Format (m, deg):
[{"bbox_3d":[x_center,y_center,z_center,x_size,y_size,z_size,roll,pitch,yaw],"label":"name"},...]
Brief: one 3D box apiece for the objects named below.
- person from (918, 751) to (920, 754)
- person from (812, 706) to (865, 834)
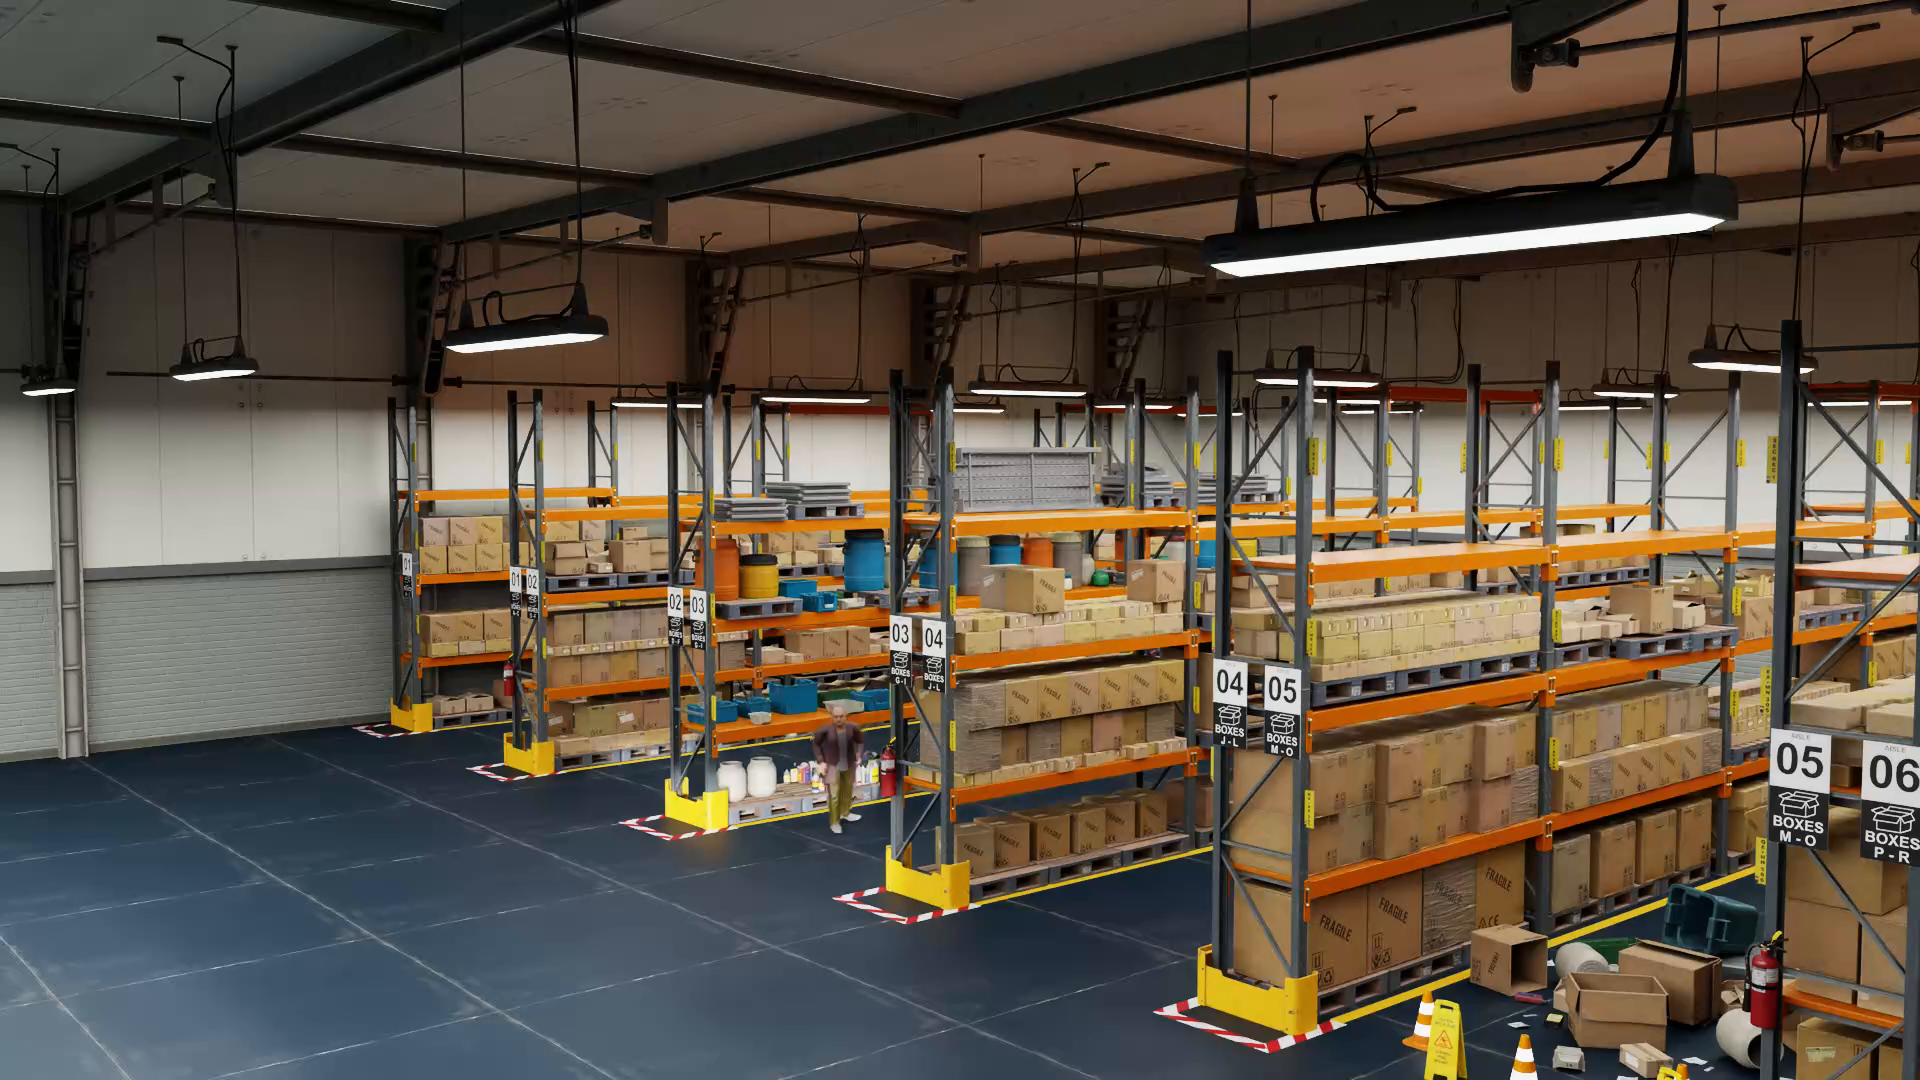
[{"bbox_3d":[-0.226,2.715,27.109,0.933,1.648,0.603,0,3,3],"label":"person"},{"bbox_3d":[-1.592,3.028,22.181,0.758,1.700,0.969,-1,4,-24],"label":"person"}]
